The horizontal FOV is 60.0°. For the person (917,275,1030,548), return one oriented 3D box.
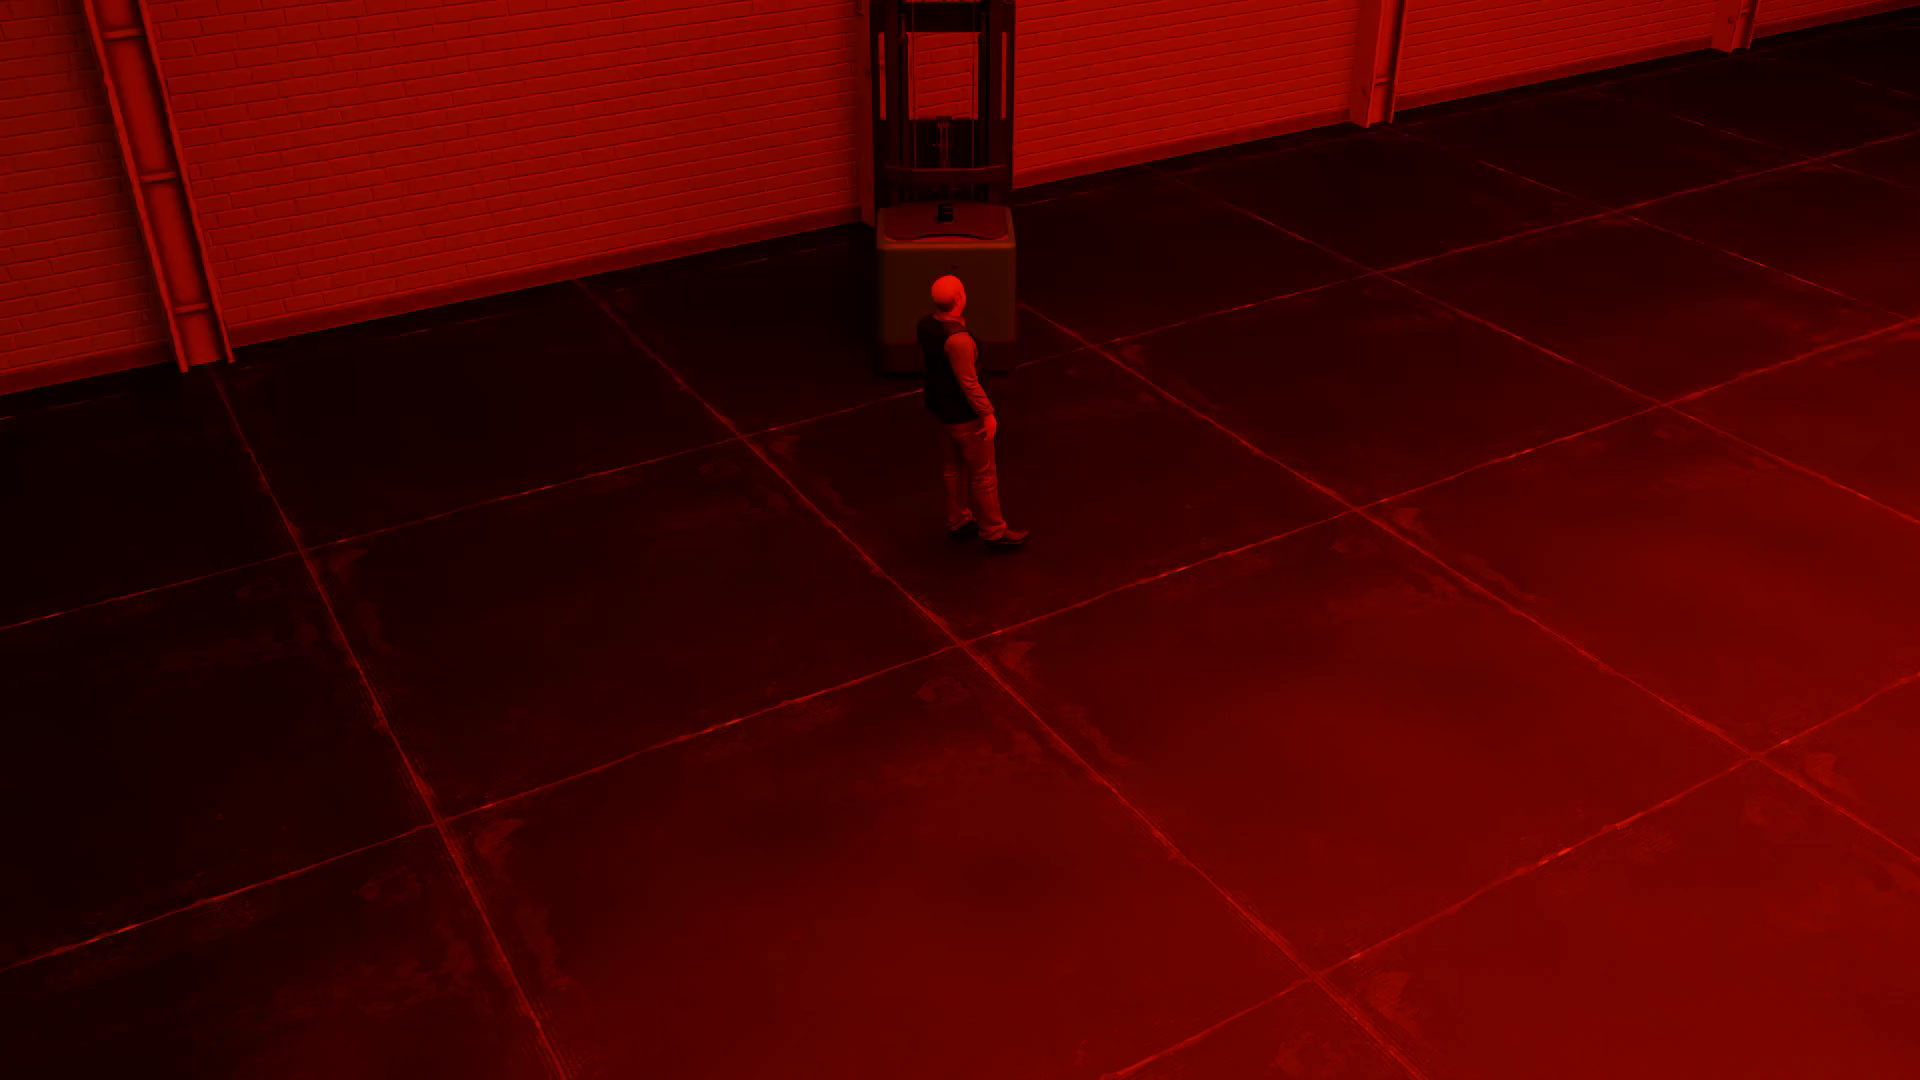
[{"bbox_3d":[0.058,-0.793,10.056,0.565,1.722,0.633,-17,35,-26],"label":"person"}]

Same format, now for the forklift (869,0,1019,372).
[{"bbox_3d":[-0.138,-3.237,13.053,1.130,2.935,3.031,-1,31,-1],"label":"forklift"}]
